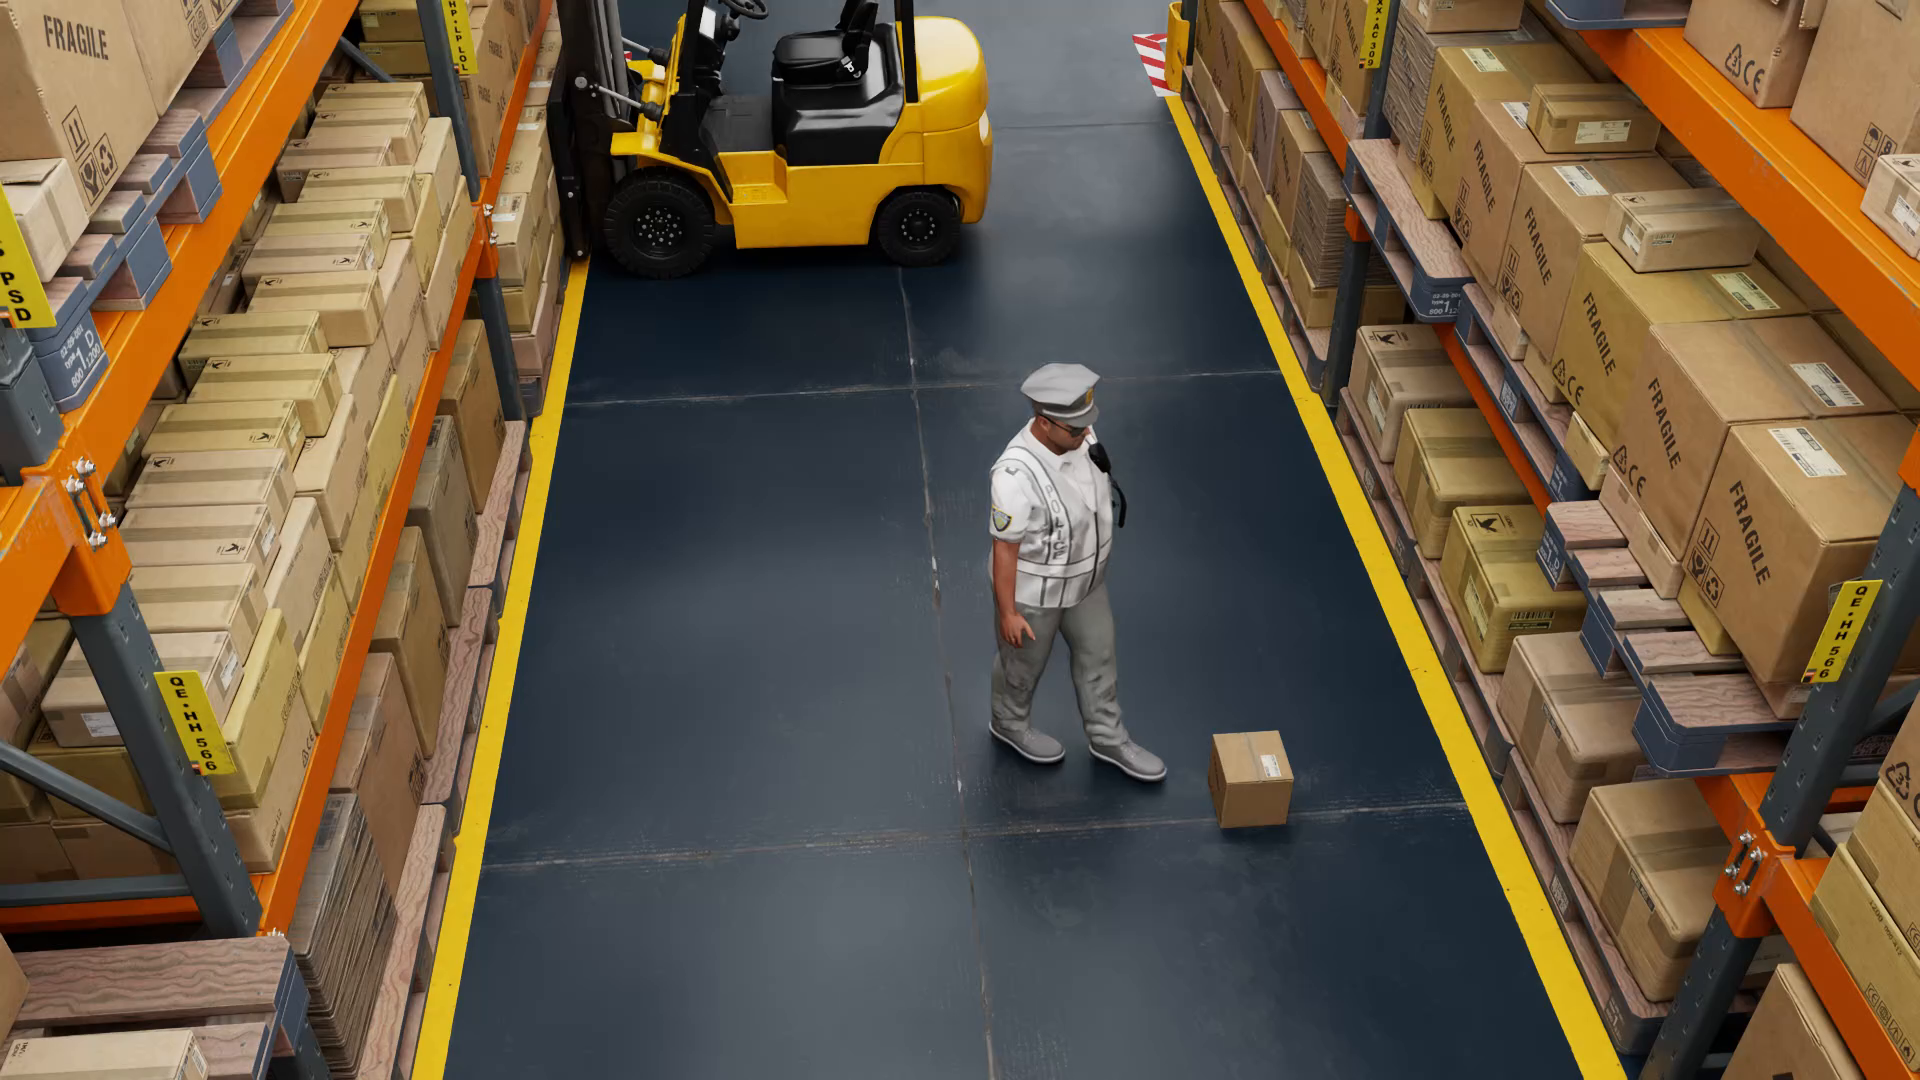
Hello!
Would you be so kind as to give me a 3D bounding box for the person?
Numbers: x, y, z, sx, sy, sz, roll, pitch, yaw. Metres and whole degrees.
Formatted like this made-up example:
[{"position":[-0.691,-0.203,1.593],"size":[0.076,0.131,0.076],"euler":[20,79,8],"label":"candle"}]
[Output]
[{"position":[0.429,0.185,5.906],"size":[0.707,1.740,0.552],"euler":[28,46,30],"label":"person"}]
